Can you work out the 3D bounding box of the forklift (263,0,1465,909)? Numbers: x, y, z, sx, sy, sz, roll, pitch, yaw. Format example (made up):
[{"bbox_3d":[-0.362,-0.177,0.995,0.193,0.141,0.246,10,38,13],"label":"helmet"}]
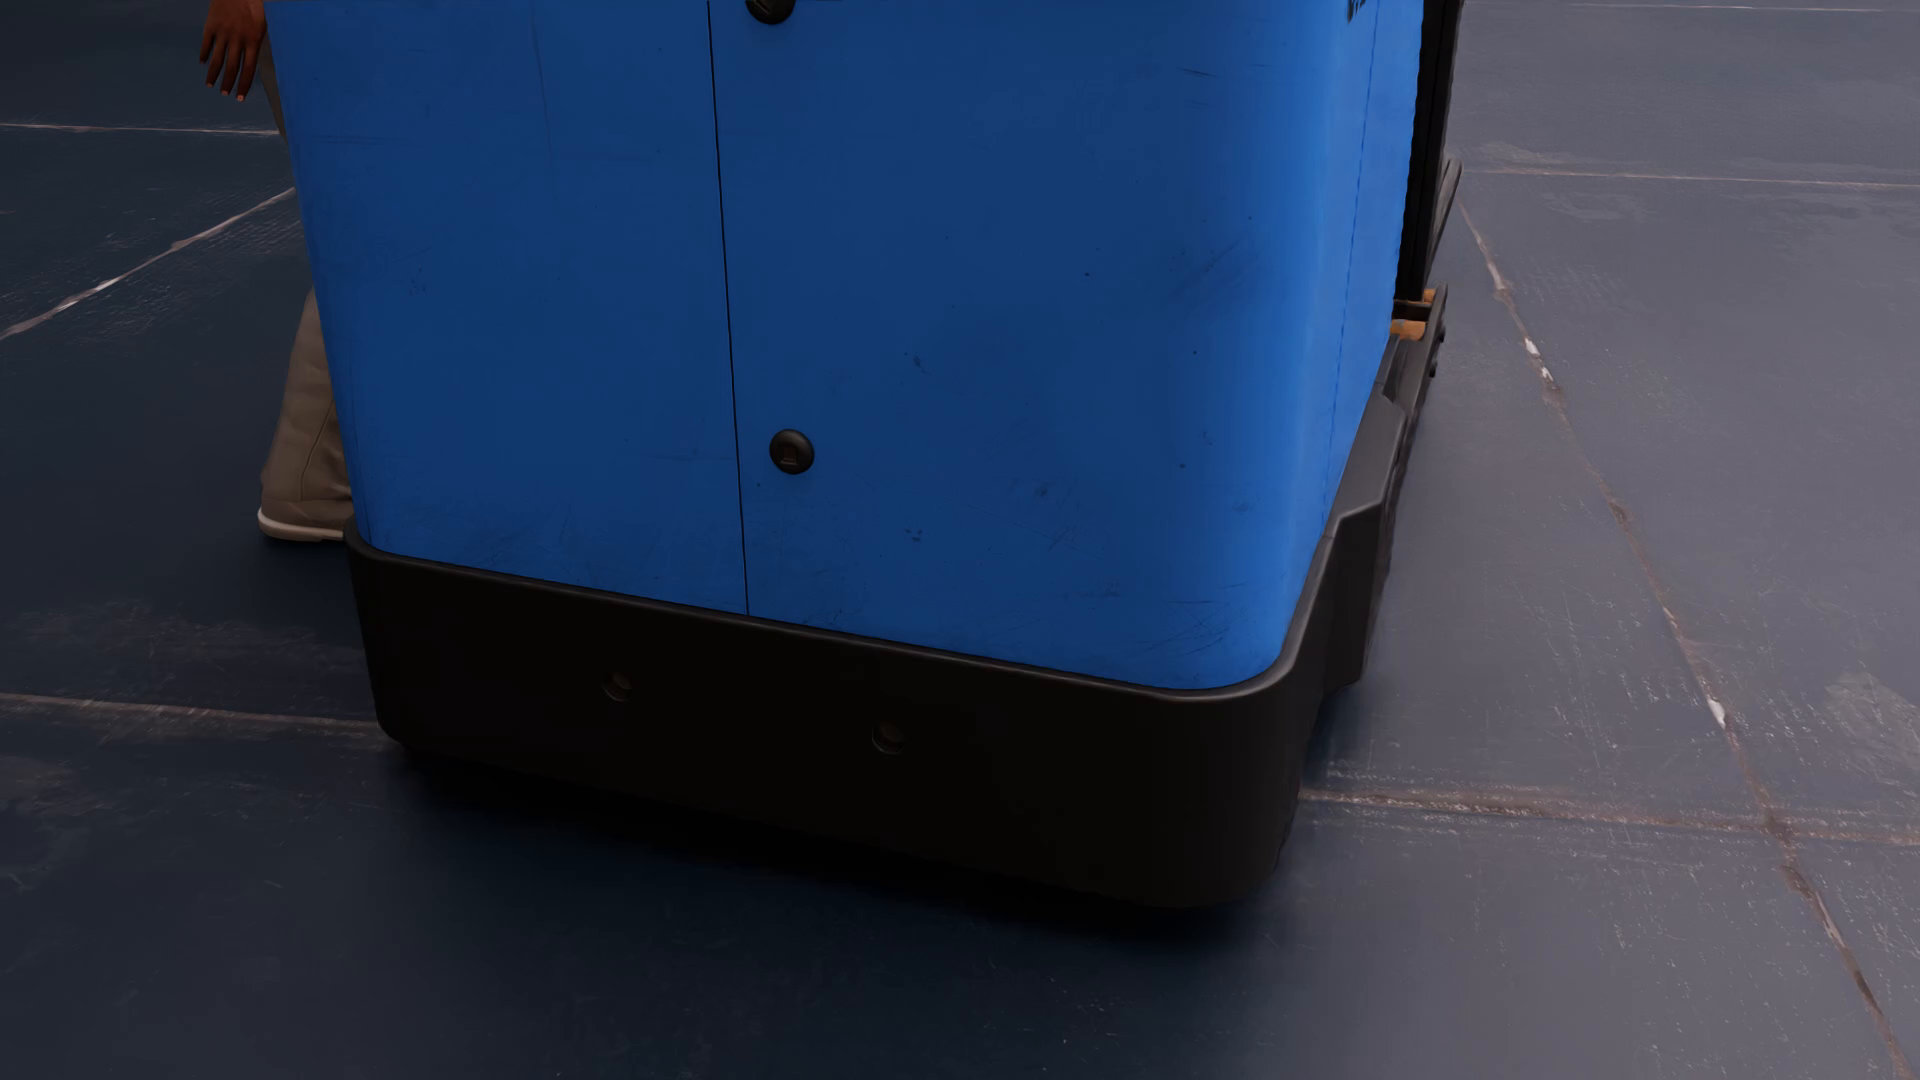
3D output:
[{"bbox_3d":[0.281,-1.590,2.404,1.130,2.935,3.031,9,28,17],"label":"forklift"}]

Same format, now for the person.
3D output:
[{"bbox_3d":[-0.870,-0.802,2.322,0.432,1.631,0.807,-5,27,-10],"label":"person"}]
